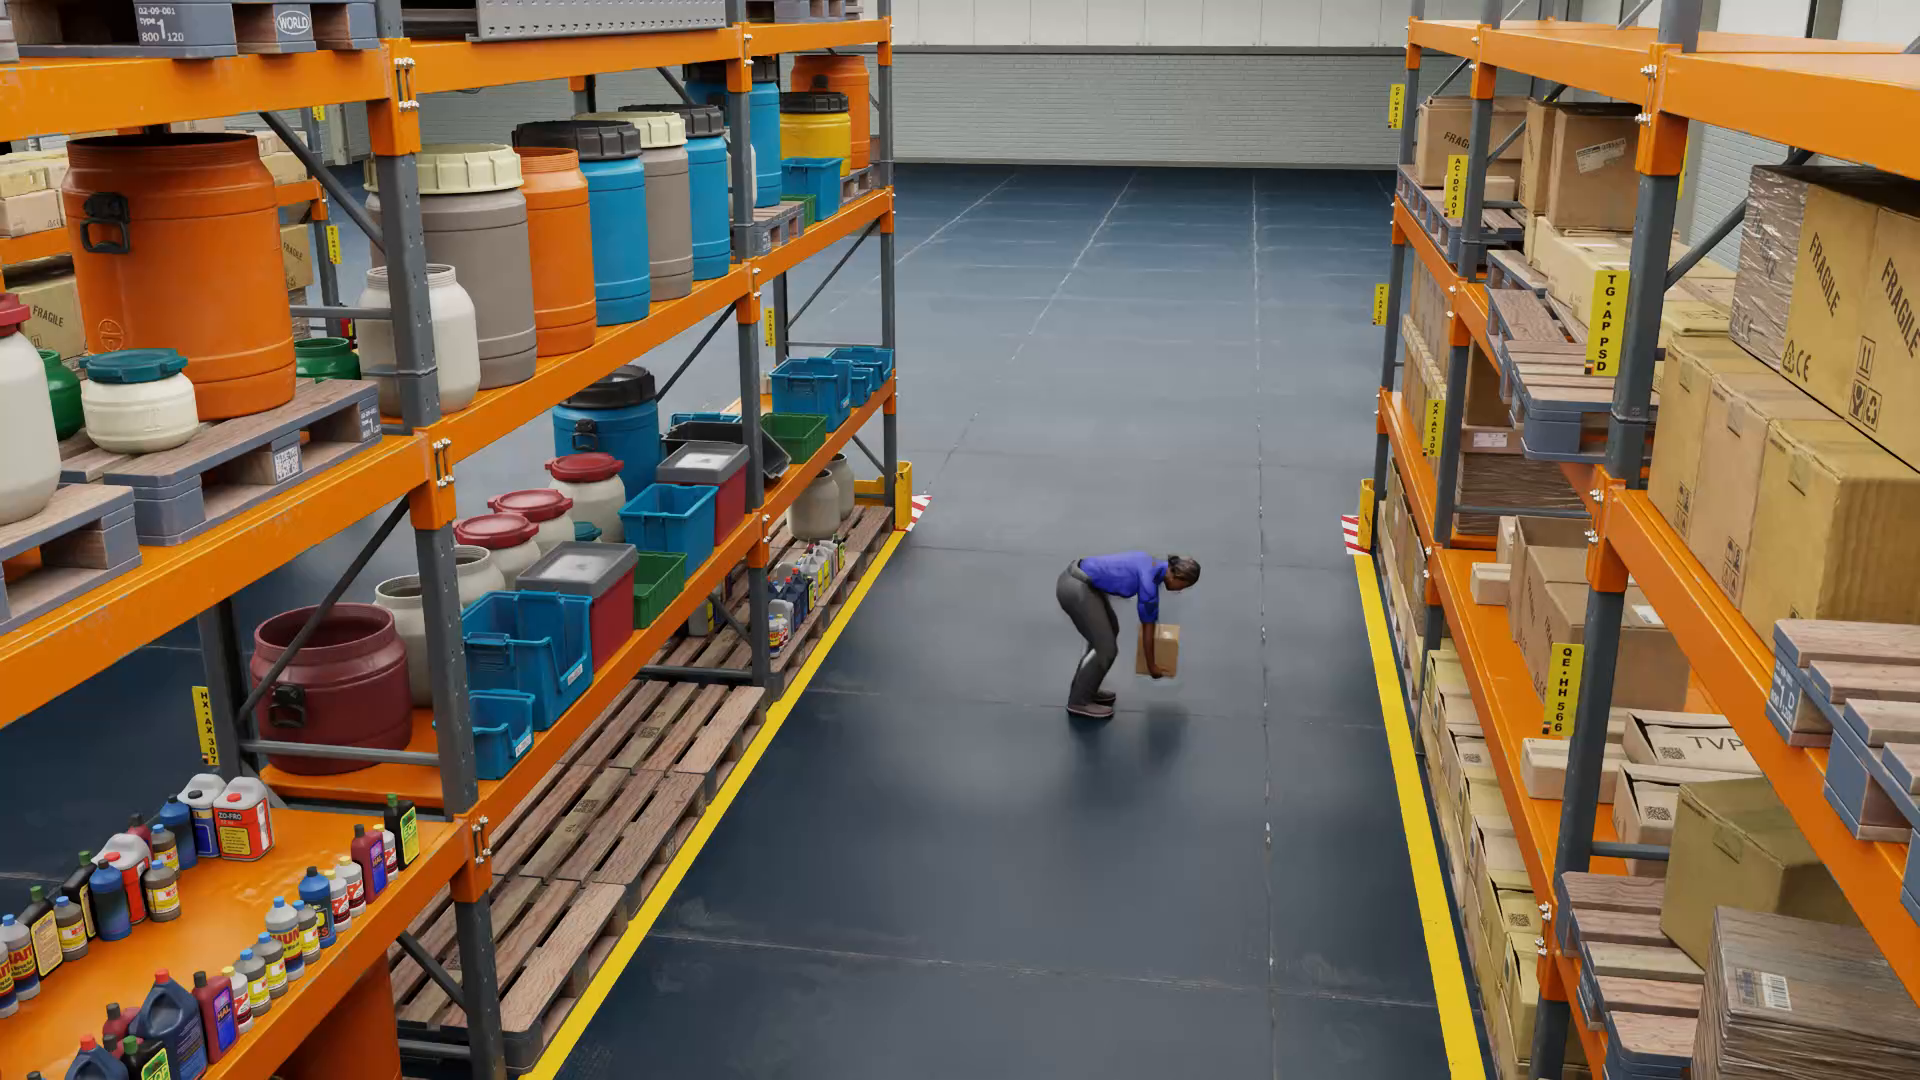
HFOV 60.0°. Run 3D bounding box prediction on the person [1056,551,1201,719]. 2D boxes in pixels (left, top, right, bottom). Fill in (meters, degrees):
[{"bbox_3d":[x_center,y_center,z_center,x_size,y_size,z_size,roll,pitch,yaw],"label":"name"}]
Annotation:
[{"bbox_3d":[1.033,0.569,10.323,0.876,1.038,0.429,2,18,7],"label":"person"}]
